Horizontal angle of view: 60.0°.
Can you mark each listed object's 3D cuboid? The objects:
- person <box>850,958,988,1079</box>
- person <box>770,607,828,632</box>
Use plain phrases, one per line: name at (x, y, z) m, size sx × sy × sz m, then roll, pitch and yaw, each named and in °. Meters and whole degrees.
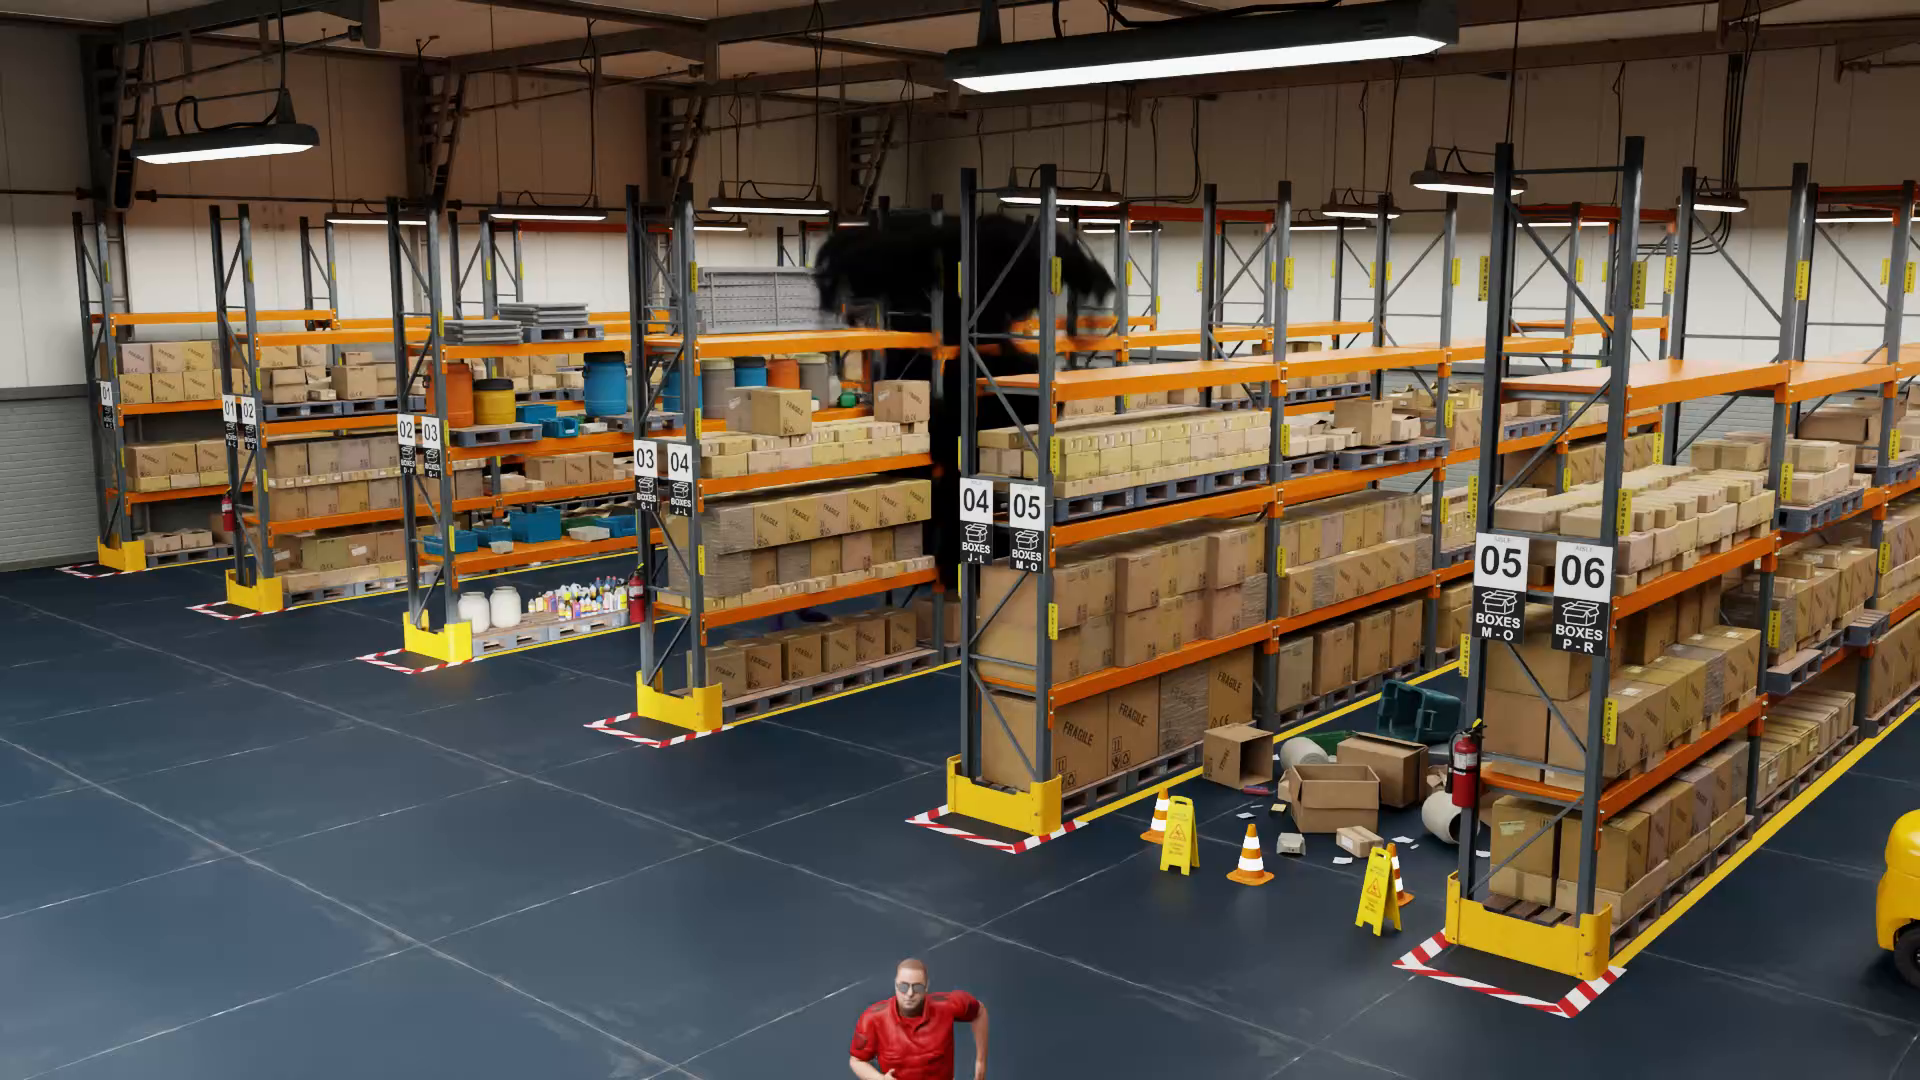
person at (-0.209, 2.942, 8.520) m, size 0.689 × 1.751 × 0.851 m, roll 1°, pitch 9°, yaw 4°
person at (-2.229, 0.681, 22.432) m, size 0.578 × 1.663 × 1.066 m, roll 8°, pitch 12°, yaw 40°
